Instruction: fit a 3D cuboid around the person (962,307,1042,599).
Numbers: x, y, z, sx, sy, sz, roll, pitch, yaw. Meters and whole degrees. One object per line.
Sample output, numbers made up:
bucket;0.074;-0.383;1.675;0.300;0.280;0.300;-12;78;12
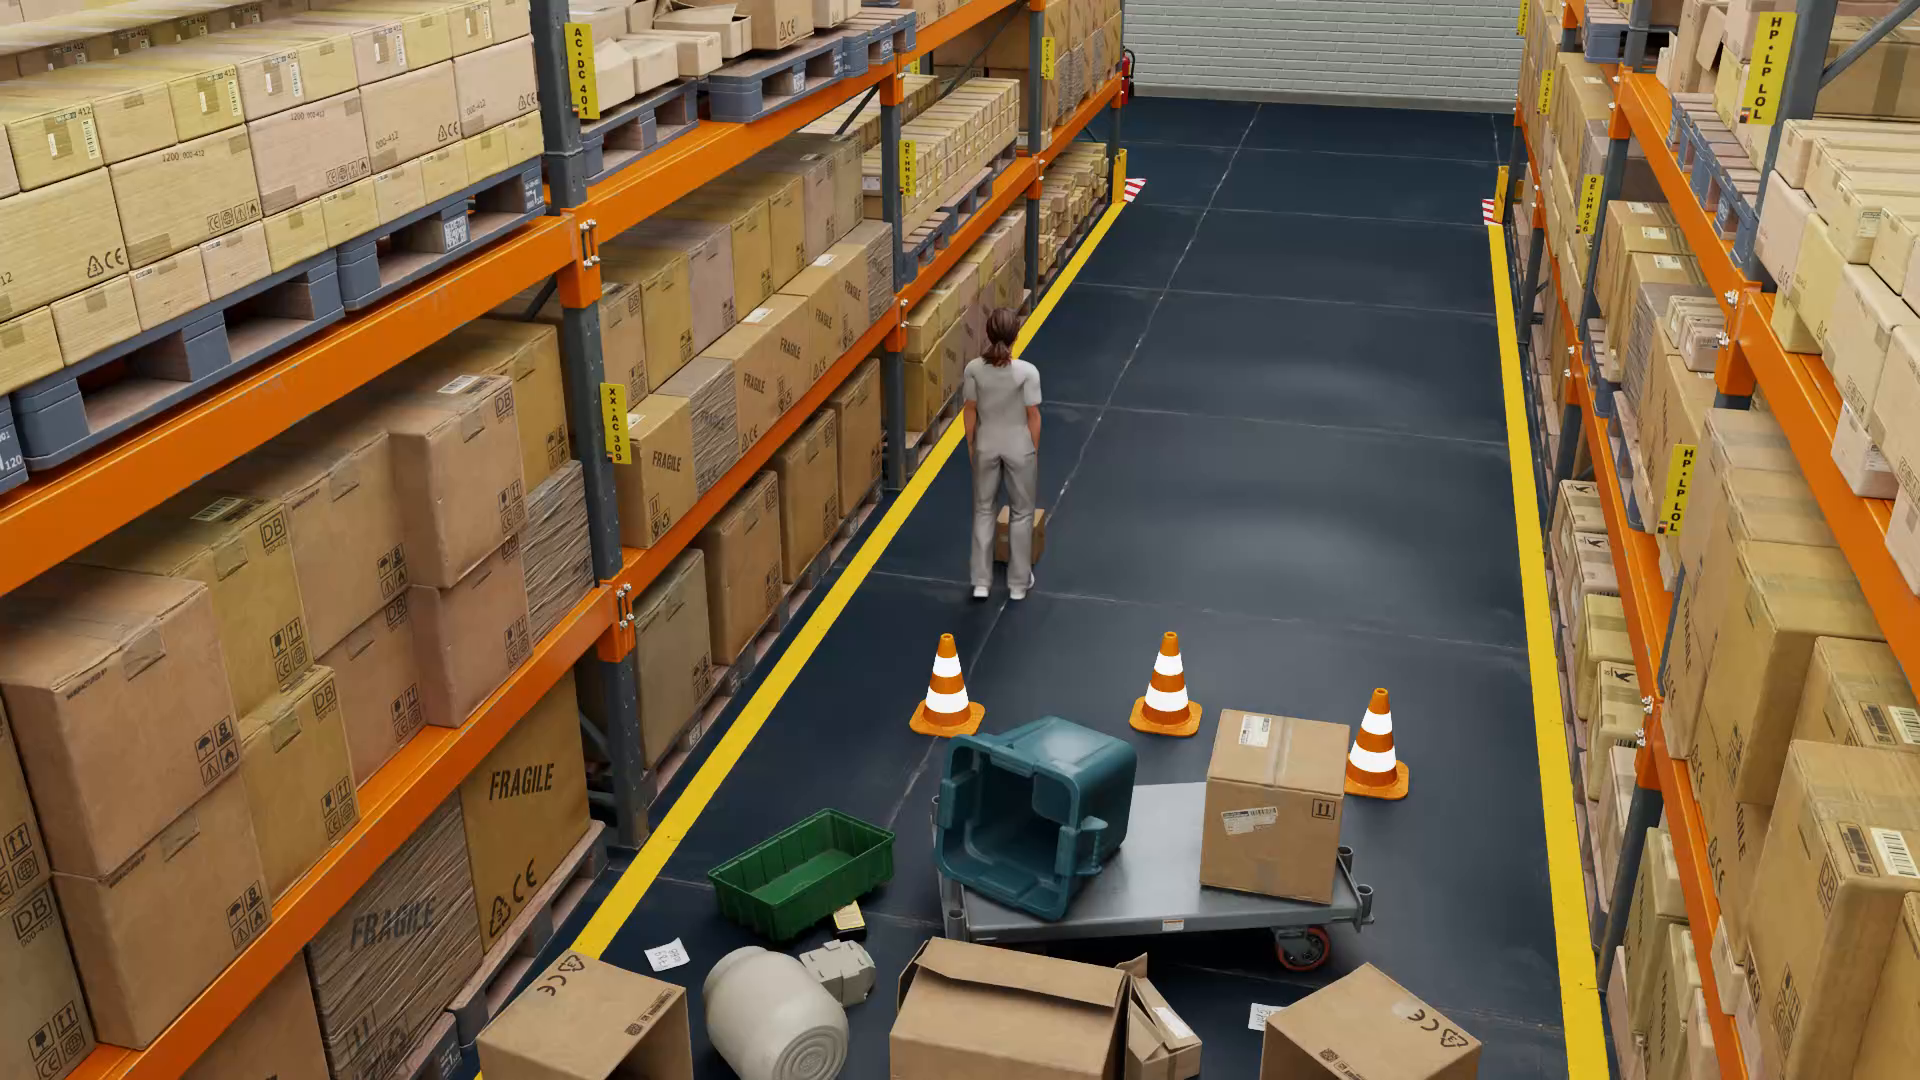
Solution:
person;0.232;-0.454;9.117;0.436;1.703;0.373;7;26;14
